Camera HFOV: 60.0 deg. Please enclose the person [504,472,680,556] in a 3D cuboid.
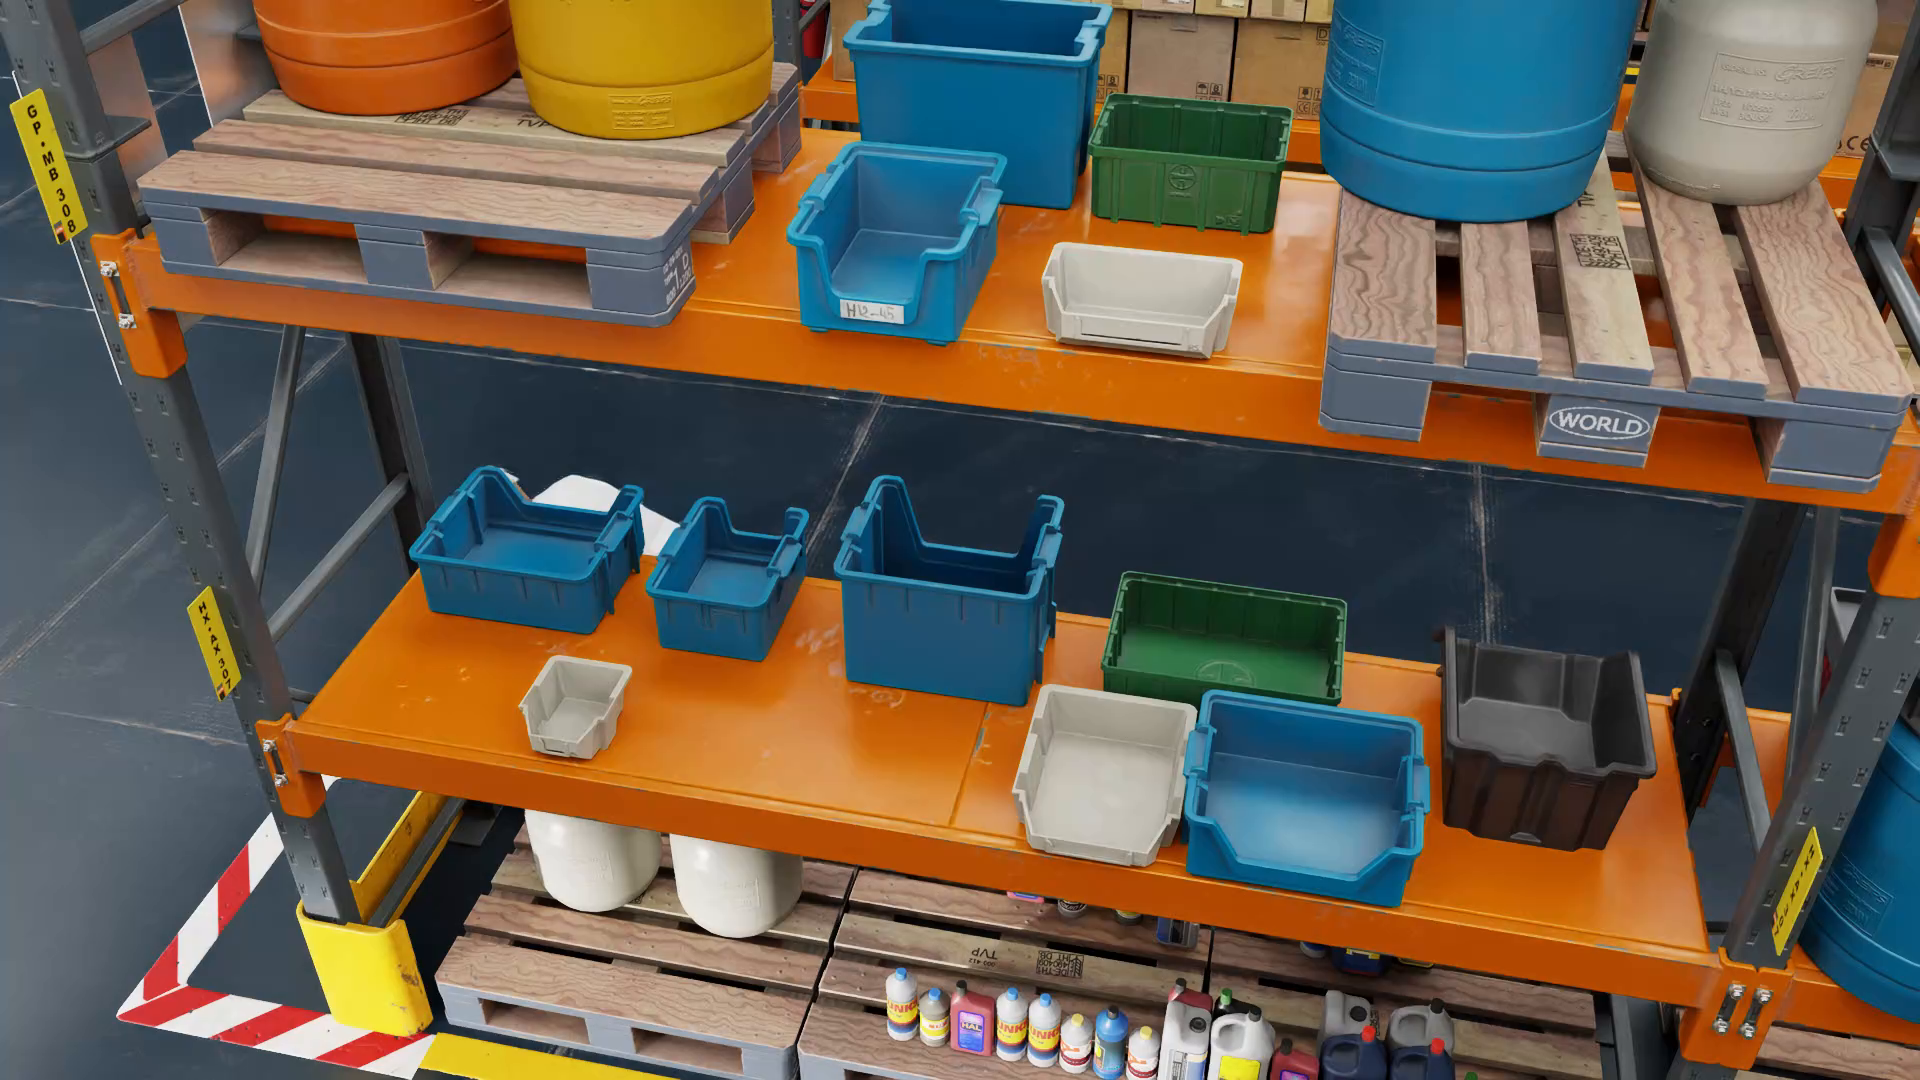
[{"bbox_3d":[-1.467,0.142,6.651,0.900,0.924,0.587,7,37,10],"label":"person"}]
